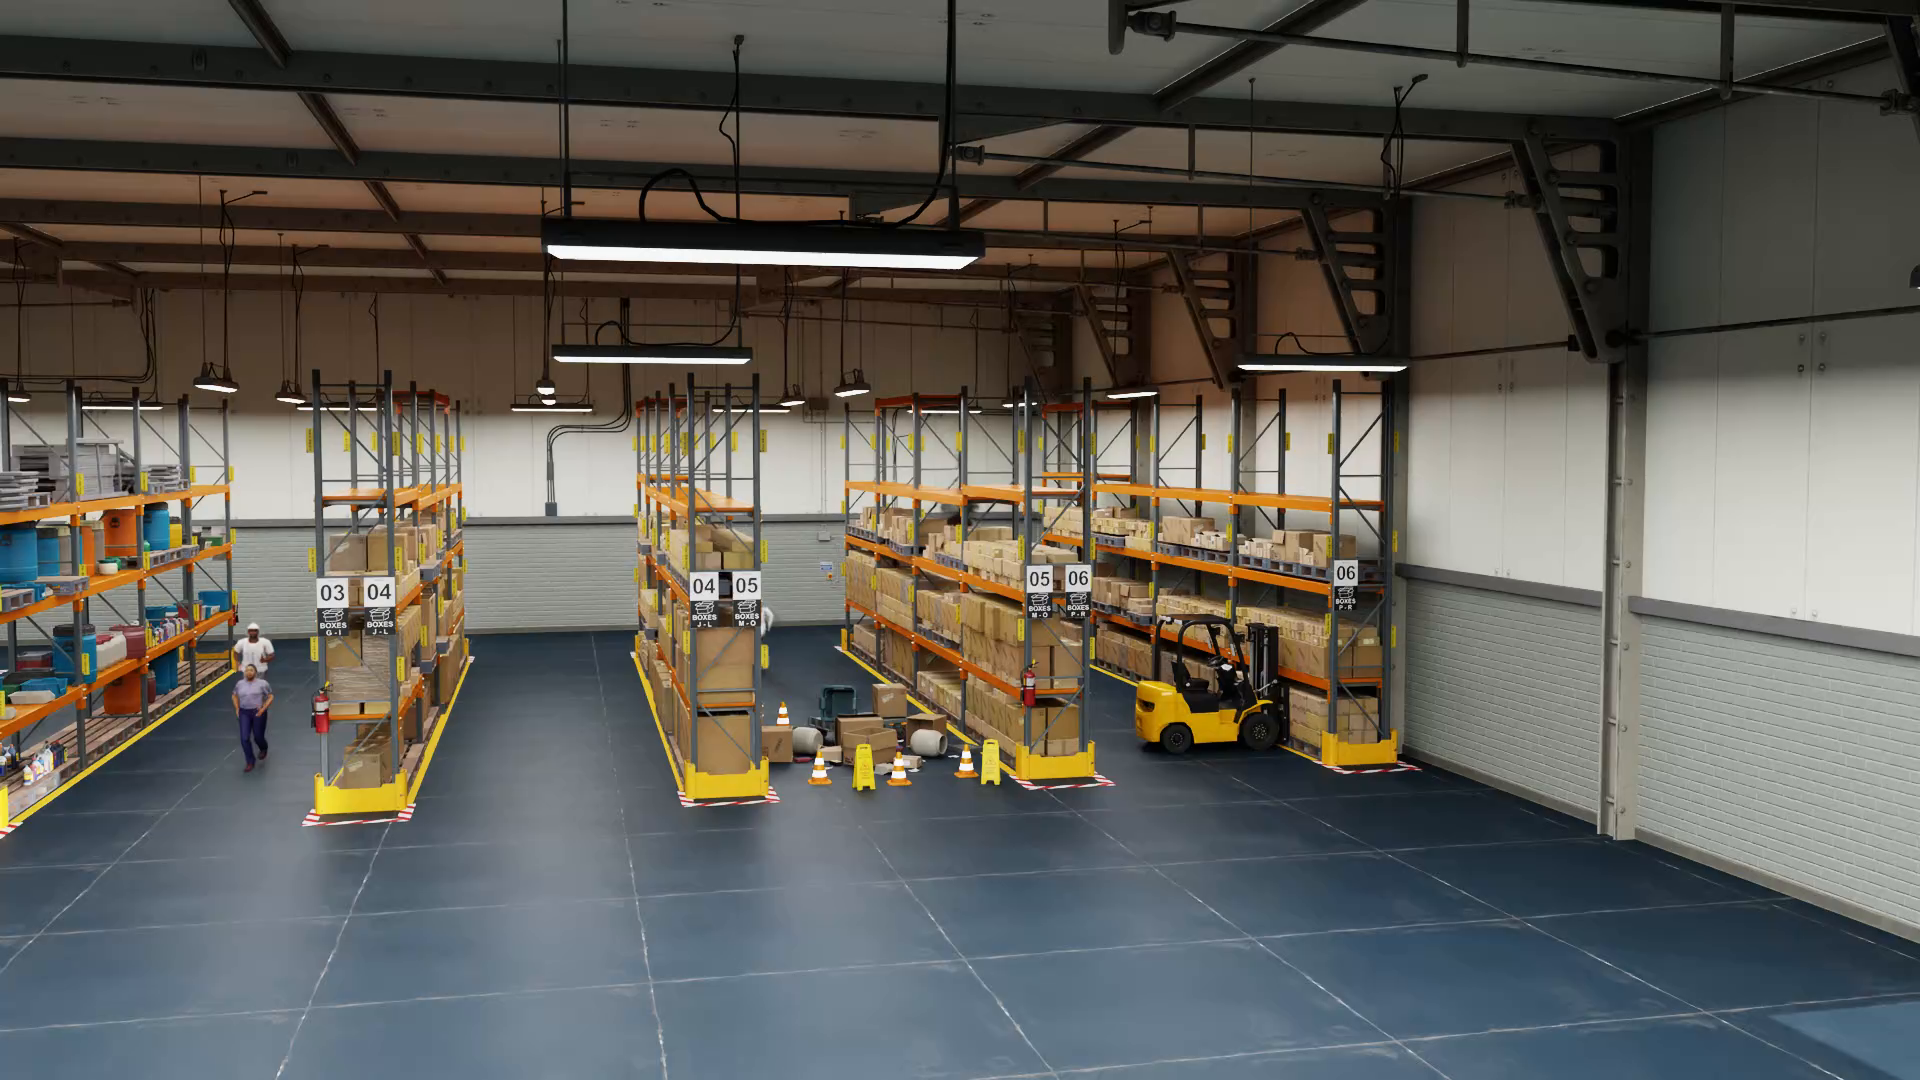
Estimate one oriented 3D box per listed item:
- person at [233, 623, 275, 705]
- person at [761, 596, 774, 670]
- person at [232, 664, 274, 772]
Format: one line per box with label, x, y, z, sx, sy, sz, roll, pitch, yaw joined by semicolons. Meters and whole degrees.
person;-12.759;2.379;30.065;0.698;1.774;0.853;-1;4;-20
person;-4.393;2.074;36.527;0.567;1.697;0.961;-1;4;-23
person;-10.923;2.716;25.687;0.618;1.629;0.742;-1;3;-12
